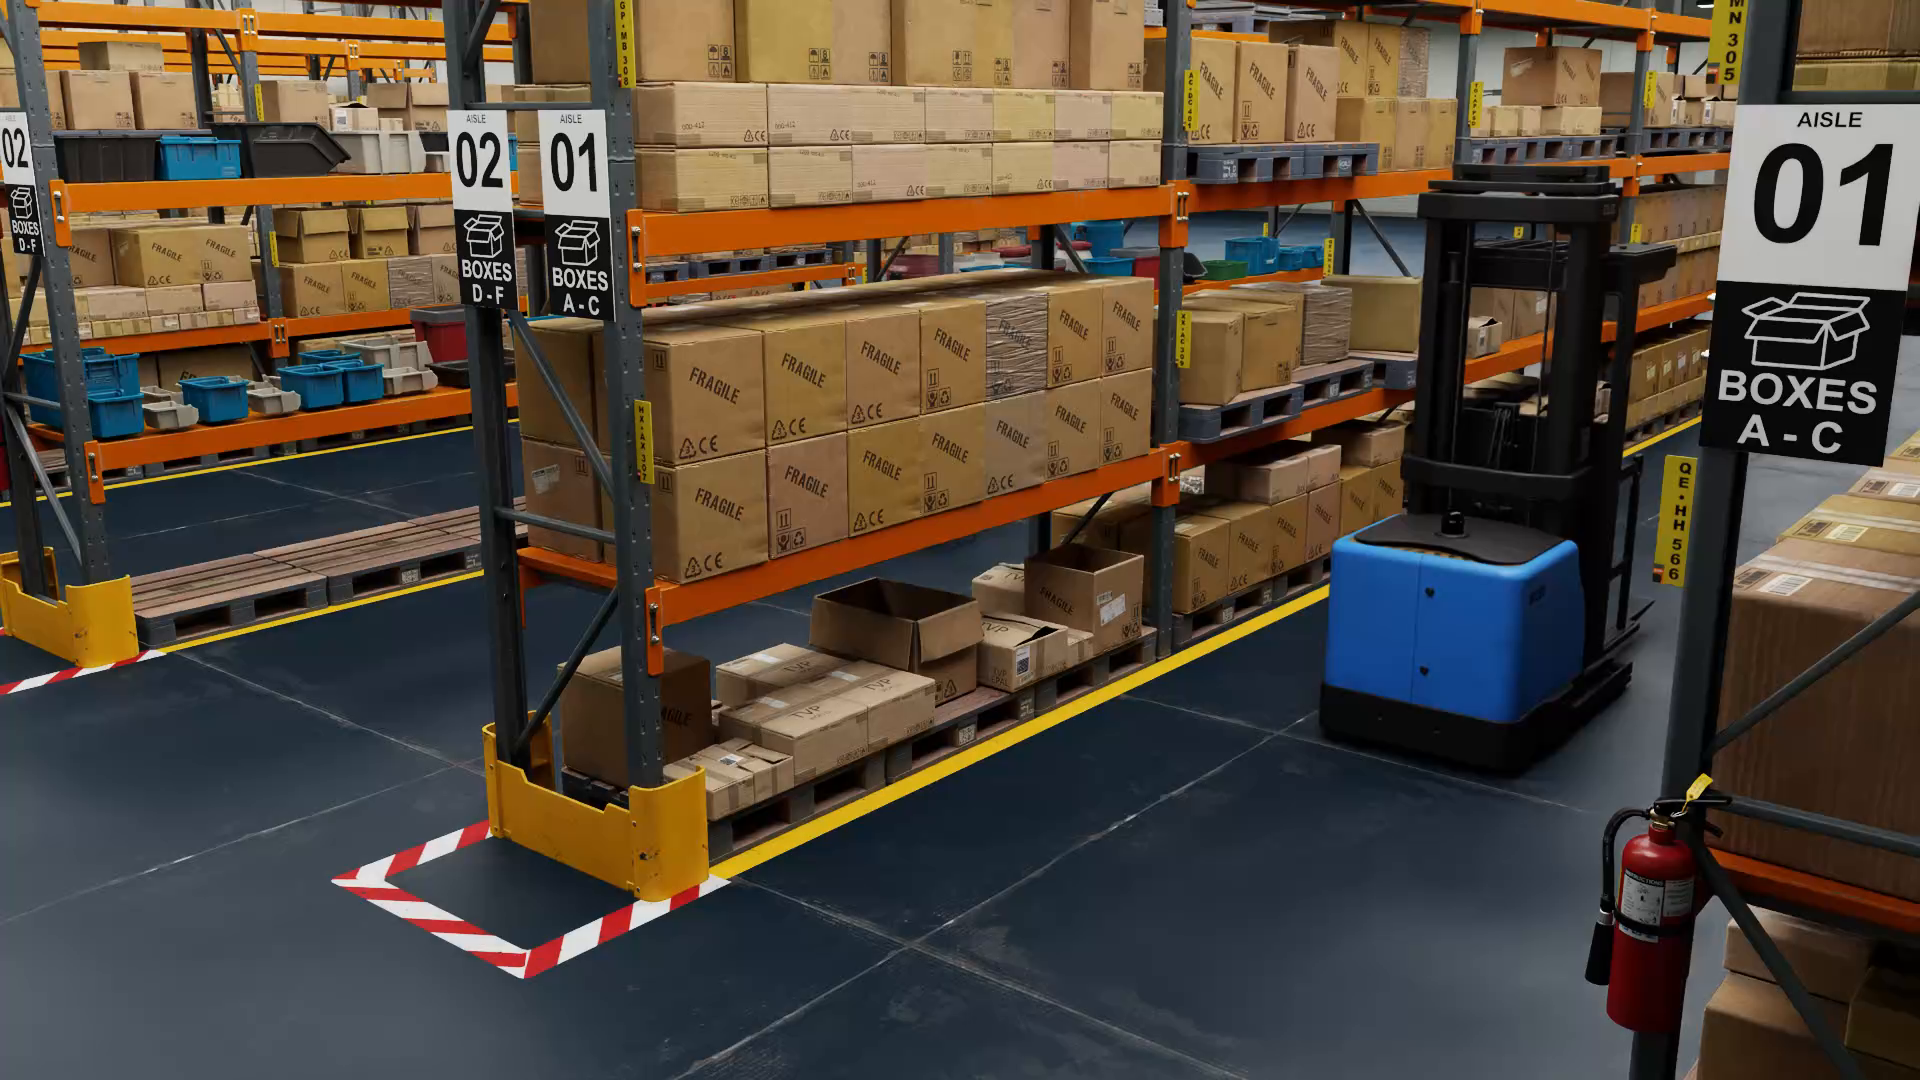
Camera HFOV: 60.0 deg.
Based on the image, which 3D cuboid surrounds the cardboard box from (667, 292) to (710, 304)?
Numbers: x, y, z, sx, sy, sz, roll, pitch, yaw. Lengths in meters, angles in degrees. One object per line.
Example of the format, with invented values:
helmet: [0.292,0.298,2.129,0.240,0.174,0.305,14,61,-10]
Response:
cardboard box: [-4.604,-4.123,26.460,0.875,0.875,0.875,11,18,38]

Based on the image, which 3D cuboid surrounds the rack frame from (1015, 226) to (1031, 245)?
rack frame: [0.691,-4.646,25.055,1.000,3.000,0.127,11,18,38]

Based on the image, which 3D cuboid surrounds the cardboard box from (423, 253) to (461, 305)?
cardboard box: [-5.417,-2.737,17.340,0.500,0.500,0.500,12,18,39]

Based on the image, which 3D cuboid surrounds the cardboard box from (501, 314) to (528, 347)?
cardboard box: [-5.353,-1.989,18.059,1.225,0.875,0.875,11,18,38]

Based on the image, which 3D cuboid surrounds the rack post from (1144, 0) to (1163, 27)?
rack post: [0.859,-5.727,16.722,1.013,1.000,3.121,11,18,38]

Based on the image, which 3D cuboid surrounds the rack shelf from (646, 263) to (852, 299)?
rack shelf: [-3.080,-3.148,20.620,1.077,0.370,4.000,11,18,38]

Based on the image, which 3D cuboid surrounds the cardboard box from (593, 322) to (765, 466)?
cardboard box: [-1.178,-0.625,6.994,0.500,0.500,0.500,12,19,39]

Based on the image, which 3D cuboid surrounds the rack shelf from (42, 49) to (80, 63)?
rack shelf: [-13.302,-6.629,22.952,1.077,0.370,4.000,11,18,38]

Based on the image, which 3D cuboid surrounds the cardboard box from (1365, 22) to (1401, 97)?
cardboard box: [2.766,-3.387,11.772,0.500,0.500,0.500,11,18,38]

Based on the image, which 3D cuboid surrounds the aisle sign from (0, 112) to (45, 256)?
aisle sign: [-5.327,-2.015,9.420,0.394,0.787,0.004,11,18,38]

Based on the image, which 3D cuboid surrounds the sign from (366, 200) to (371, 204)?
sign: [-7.703,-4.341,21.665,0.100,0.325,0.005,11,18,38]

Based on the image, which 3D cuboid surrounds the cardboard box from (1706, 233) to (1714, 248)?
cardboard box: [7.978,-3.273,18.130,0.380,0.149,0.250,11,18,37]

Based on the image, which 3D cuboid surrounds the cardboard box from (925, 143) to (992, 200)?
cardboard box: [-0.195,-1.775,7.965,0.500,0.250,0.500,11,18,38]

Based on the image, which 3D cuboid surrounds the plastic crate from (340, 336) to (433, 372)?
plastic crate: [-4.102,-1.289,11.959,0.437,0.282,0.530,11,18,38]

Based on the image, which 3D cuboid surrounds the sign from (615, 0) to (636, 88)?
sign: [-1.240,-1.841,6.148,0.100,0.325,0.005,11,18,38]

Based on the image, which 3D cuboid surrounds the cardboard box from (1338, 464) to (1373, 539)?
cardboard box: [2.635,-0.267,12.002,0.500,0.500,0.500,10,18,36]

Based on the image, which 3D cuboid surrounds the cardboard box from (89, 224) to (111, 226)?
cardboard box: [-9.870,-3.563,19.243,0.380,0.149,0.250,12,18,39]

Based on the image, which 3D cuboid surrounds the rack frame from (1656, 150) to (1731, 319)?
rack frame: [8.394,-3.112,19.017,1.000,3.000,0.127,11,18,38]

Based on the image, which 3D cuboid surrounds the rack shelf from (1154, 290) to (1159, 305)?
rack shelf: [0.772,-2.382,17.603,1.077,0.370,4.000,11,18,38]

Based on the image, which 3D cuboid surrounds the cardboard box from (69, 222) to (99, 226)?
cardboard box: [-10.377,-3.663,19.637,0.380,0.149,0.250,11,18,36]

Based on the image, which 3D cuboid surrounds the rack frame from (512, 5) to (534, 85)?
rack frame: [-2.999,-4.489,12.253,1.000,3.000,0.127,11,18,38]

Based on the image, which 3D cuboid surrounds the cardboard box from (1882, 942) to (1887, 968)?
cardboard box: [2.654,1.160,5.107,0.380,0.149,0.250,12,18,39]

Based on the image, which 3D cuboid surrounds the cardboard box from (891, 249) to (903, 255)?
cardboard box: [-1.001,-3.900,22.629,0.380,0.149,0.250,11,18,38]

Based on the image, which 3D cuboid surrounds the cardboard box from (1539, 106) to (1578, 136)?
cardboard box: [5.142,-3.709,14.725,0.500,0.250,0.500,9,17,32]

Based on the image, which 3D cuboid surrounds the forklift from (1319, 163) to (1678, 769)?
forklift: [3.189,-0.591,9.233,1.130,2.935,3.031,11,18,36]

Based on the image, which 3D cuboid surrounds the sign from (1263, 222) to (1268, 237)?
sign: [4.118,-4.099,22.342,0.100,0.325,0.005,11,18,38]

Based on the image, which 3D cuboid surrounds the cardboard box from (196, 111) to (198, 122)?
cardboard box: [-9.316,-5.141,20.710,0.500,0.500,0.500,11,18,38]

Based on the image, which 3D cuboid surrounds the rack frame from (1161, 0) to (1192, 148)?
rack frame: [0.852,-3.722,9.232,1.000,3.000,0.127,11,18,38]

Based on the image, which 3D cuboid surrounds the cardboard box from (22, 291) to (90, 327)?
cardboard box: [-7.889,-2.000,14.341,0.500,0.250,0.500,11,18,36]

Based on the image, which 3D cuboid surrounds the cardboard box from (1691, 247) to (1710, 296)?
cardboard box: [7.764,-2.972,18.262,0.700,0.500,0.500,12,18,39]

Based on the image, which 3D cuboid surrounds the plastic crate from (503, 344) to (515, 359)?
plastic crate: [-3.402,-1.415,12.752,0.396,0.136,0.243,11,18,38]

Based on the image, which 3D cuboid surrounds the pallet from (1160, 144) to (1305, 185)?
pallet: [1.316,-2.291,10.074,1.213,0.211,1.003,11,18,38]

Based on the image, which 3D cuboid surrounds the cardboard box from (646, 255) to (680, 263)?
cardboard box: [-3.756,-3.598,19.873,0.500,0.500,0.700,-13,19,-41]

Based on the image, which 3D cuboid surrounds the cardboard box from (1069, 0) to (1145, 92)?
cardboard box: [0.576,-2.702,9.076,0.700,0.500,0.500,11,18,38]

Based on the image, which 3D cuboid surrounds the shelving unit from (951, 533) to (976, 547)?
shelving unit: [-0.034,-0.499,12.690,0.215,1.050,0.252,11,18,38]

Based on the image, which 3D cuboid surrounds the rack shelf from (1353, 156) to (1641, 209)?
rack shelf: [4.623,-3.068,14.213,1.077,0.370,4.000,11,18,38]

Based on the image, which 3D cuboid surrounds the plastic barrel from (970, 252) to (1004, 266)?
plastic barrel: [0.261,-2.712,17.216,0.421,0.512,0.421,0,14,0]

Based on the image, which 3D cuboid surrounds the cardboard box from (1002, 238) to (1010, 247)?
cardboard box: [0.515,-4.390,24.557,0.380,0.149,0.250,11,18,38]

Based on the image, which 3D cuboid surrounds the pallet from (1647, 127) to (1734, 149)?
pallet: [7.929,-4.392,18.142,1.003,0.211,1.213,11,18,38]

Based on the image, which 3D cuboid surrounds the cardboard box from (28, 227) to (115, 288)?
cardboard box: [-7.990,-2.537,14.931,0.500,0.500,0.500,11,18,36]

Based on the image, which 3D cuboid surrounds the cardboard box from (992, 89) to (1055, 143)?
cardboard box: [0.124,-2.112,8.276,0.500,0.250,0.500,11,18,38]

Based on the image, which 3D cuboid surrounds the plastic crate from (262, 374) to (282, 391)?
plastic crate: [-4.620,-1.071,11.395,0.298,0.136,0.250,11,18,38]

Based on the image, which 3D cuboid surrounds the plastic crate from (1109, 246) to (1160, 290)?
plastic crate: [1.963,-3.004,18.463,0.402,0.464,0.583,11,18,38]

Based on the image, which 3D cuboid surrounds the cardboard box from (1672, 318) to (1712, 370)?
cardboard box: [8.288,-2.198,18.626,0.500,0.500,0.500,11,18,38]

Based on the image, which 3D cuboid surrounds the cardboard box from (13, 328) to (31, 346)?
cardboard box: [-8.079,-1.723,14.061,0.380,0.149,0.250,11,18,37]

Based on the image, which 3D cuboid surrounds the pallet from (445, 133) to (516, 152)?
pallet: [-5.401,-4.130,17.315,1.003,0.211,1.213,12,19,40]

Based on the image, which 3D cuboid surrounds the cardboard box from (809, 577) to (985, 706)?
cardboard box: [-0.325,0.543,8.805,0.797,0.503,0.637,11,18,38]

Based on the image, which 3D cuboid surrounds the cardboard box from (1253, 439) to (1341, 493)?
cardboard box: [2.289,-0.522,11.481,0.500,0.250,0.500,11,18,36]

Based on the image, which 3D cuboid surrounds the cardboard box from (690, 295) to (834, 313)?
cardboard box: [-0.957,-0.906,8.098,0.500,0.500,0.500,12,18,39]

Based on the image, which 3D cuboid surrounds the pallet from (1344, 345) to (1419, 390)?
pallet: [2.994,-1.346,12.456,1.213,0.211,1.003,11,18,38]

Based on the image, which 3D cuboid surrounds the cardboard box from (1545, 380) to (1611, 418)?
cardboard box: [5.848,-1.367,15.740,0.500,0.311,0.500,11,18,38]

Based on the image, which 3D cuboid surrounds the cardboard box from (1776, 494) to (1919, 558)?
cardboard box: [2.954,0.332,4.850,0.980,0.700,0.700,11,18,37]

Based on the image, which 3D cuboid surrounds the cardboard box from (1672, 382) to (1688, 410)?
cardboard box: [7.353,-1.545,17.582,0.500,0.250,0.500,11,18,38]

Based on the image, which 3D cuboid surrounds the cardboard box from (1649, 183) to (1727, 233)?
cardboard box: [8.057,-3.692,18.461,0.700,0.500,0.500,11,18,38]
